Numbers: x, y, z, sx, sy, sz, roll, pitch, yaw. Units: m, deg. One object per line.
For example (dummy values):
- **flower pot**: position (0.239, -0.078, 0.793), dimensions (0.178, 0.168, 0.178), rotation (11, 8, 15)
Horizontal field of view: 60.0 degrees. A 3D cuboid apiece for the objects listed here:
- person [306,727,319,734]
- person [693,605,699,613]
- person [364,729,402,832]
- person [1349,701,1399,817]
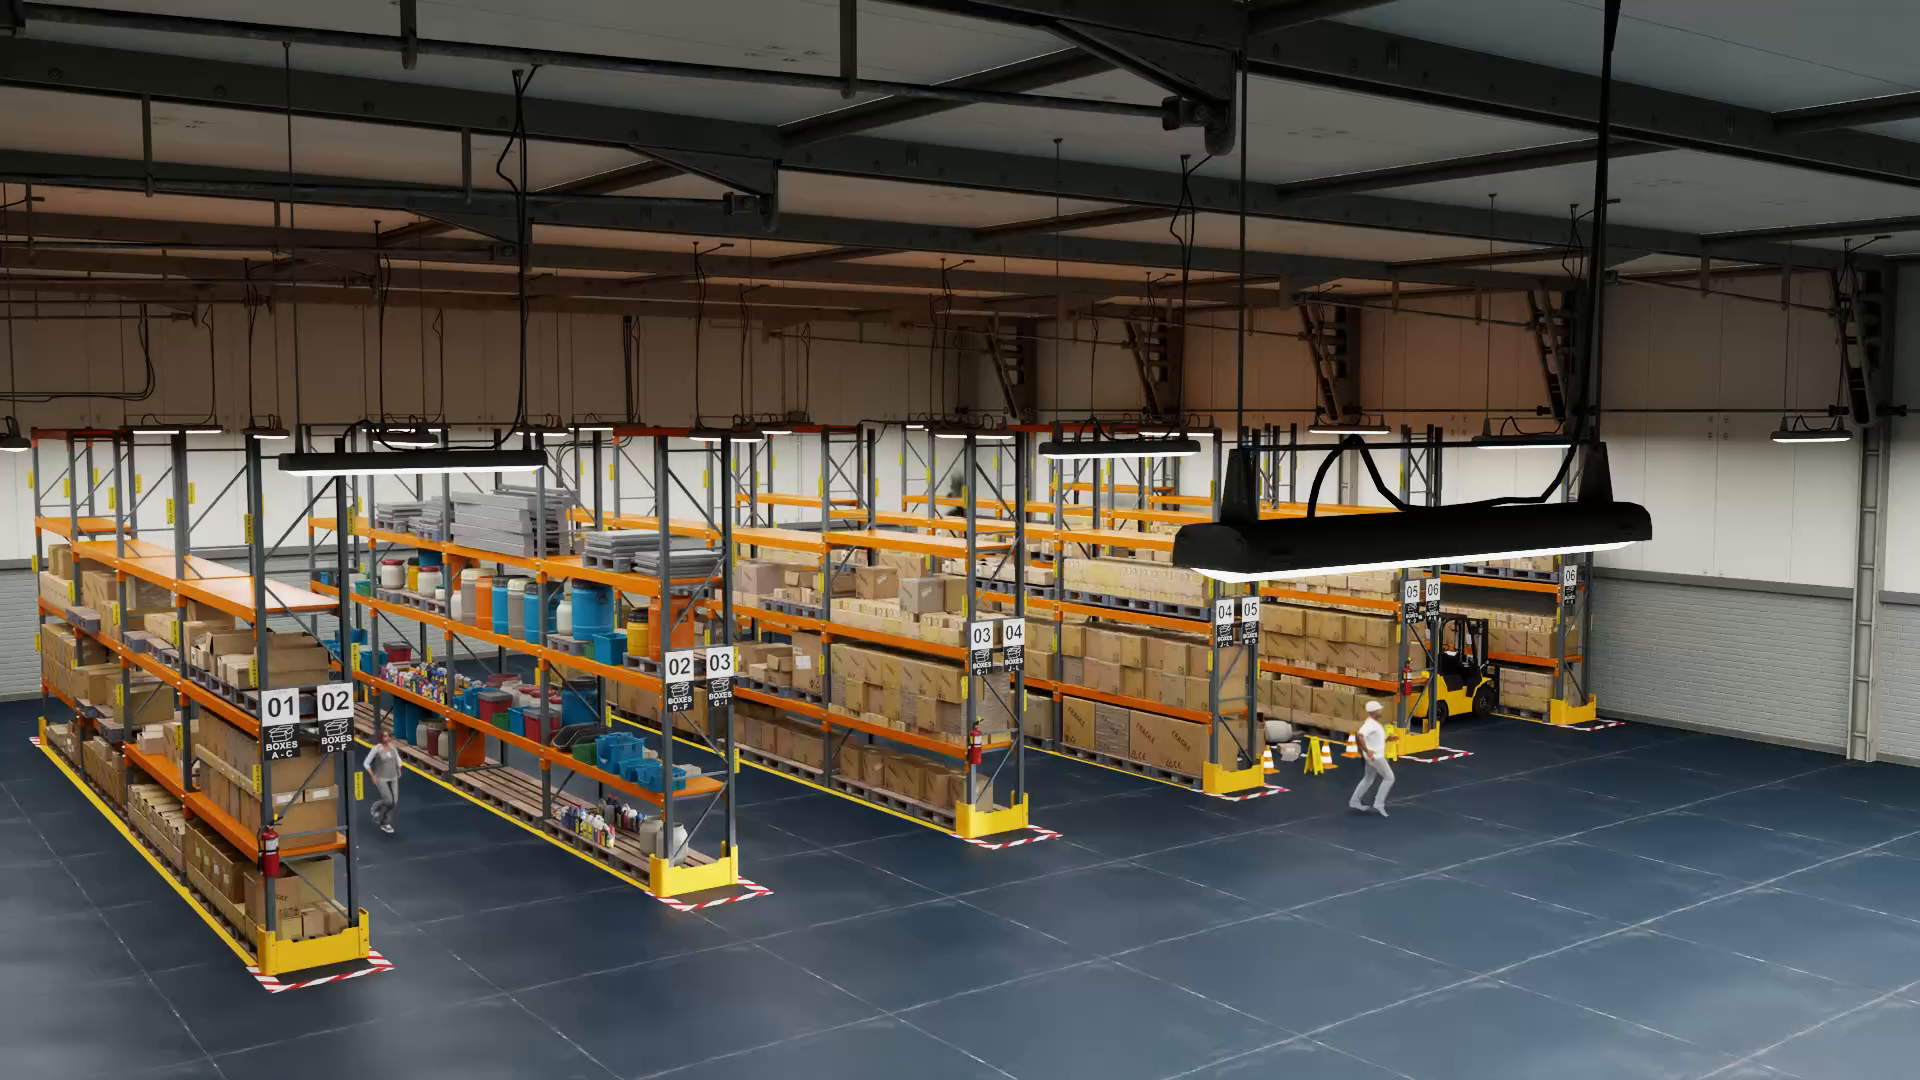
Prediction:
- **person**: position (-11.095, 3.311, 28.145), dimensions (0.554, 1.652, 0.616), rotation (4, 6, 39)
- **person**: position (-6.570, 2.316, 40.329), dimensions (0.679, 1.717, 0.853), rotation (2, 5, 19)
- **person**: position (-8.606, 3.608, 24.939), dimensions (0.537, 1.555, 0.549), rotation (4, 6, 42)
- **person**: position (6.473, 3.418, 25.955), dimensions (0.747, 1.819, 0.669), rotation (0, 4, 6)
